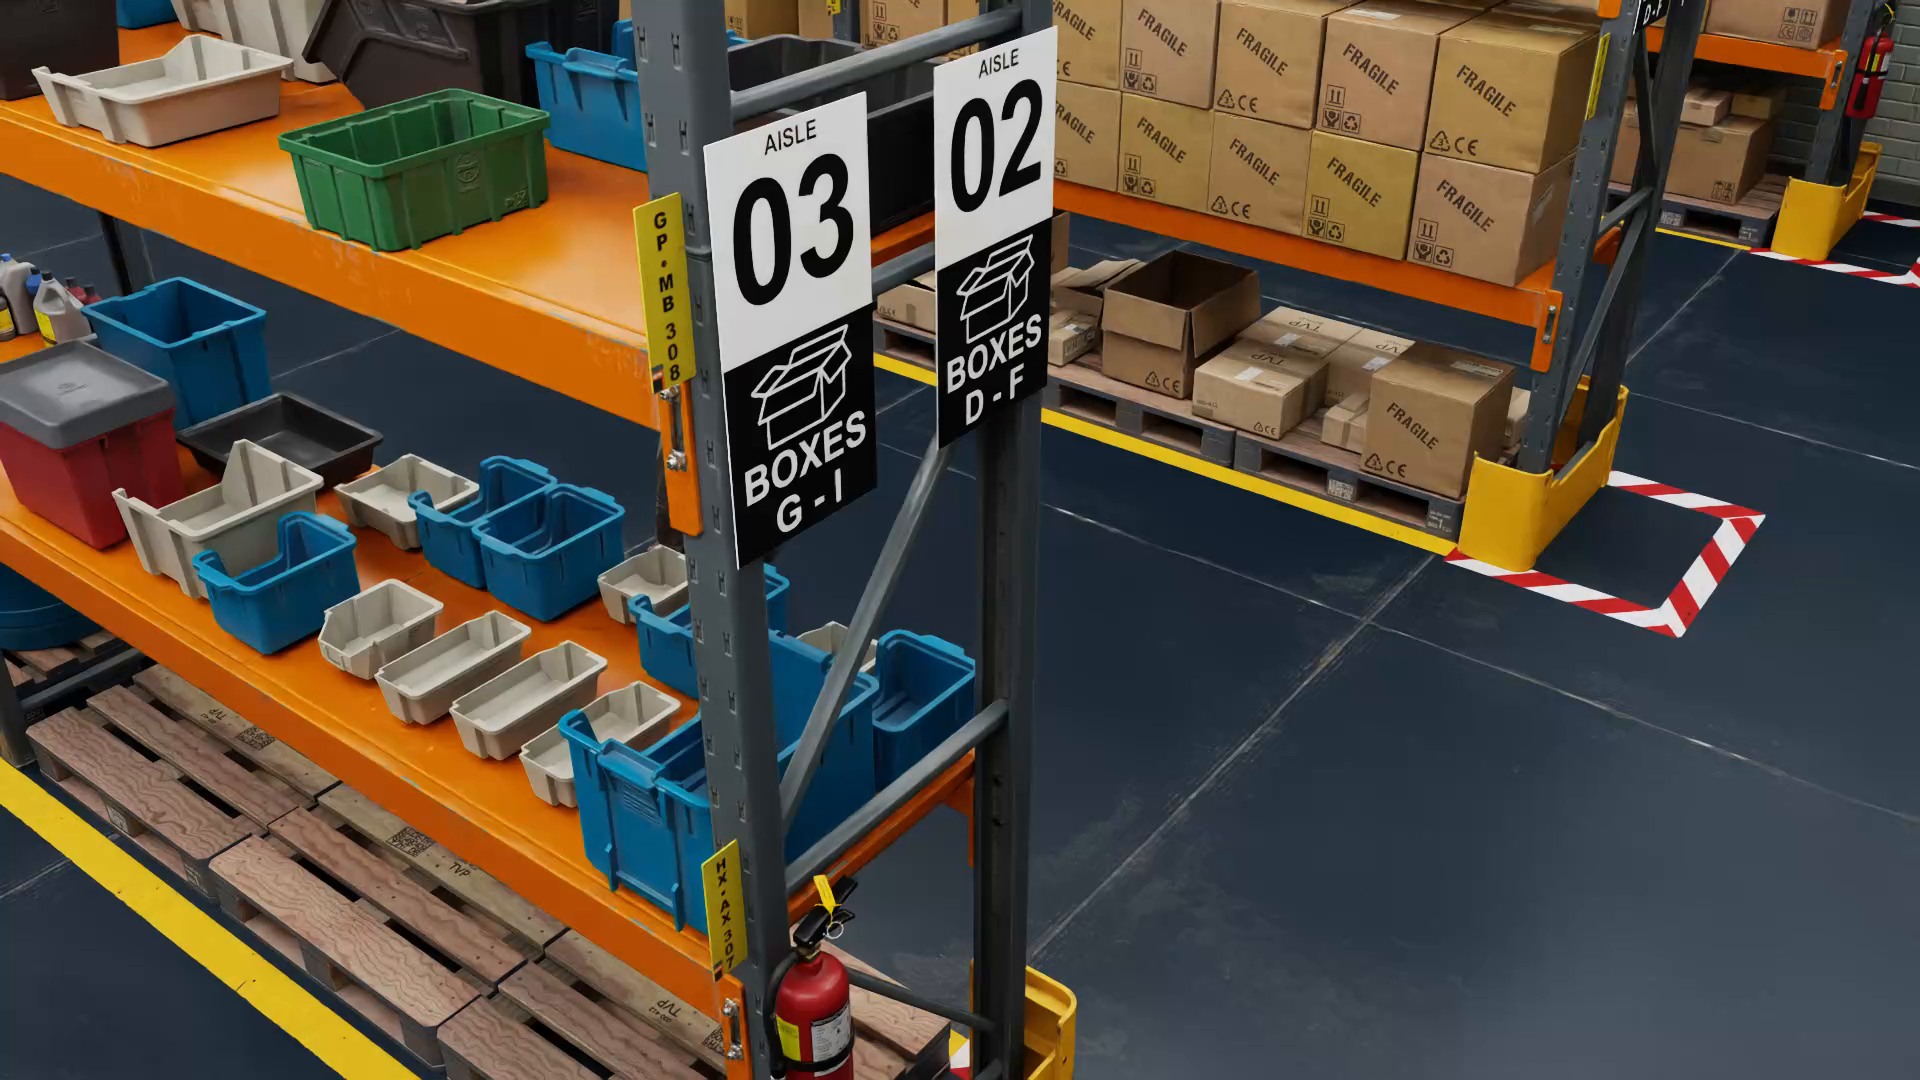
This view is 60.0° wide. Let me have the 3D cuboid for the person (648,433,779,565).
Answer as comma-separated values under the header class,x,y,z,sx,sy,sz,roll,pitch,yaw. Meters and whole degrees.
class,x,y,z,sx,sy,sz,roll,pitch,yaw
person,-0.889,0.010,6.169,0.372,1.704,0.543,22,37,32
